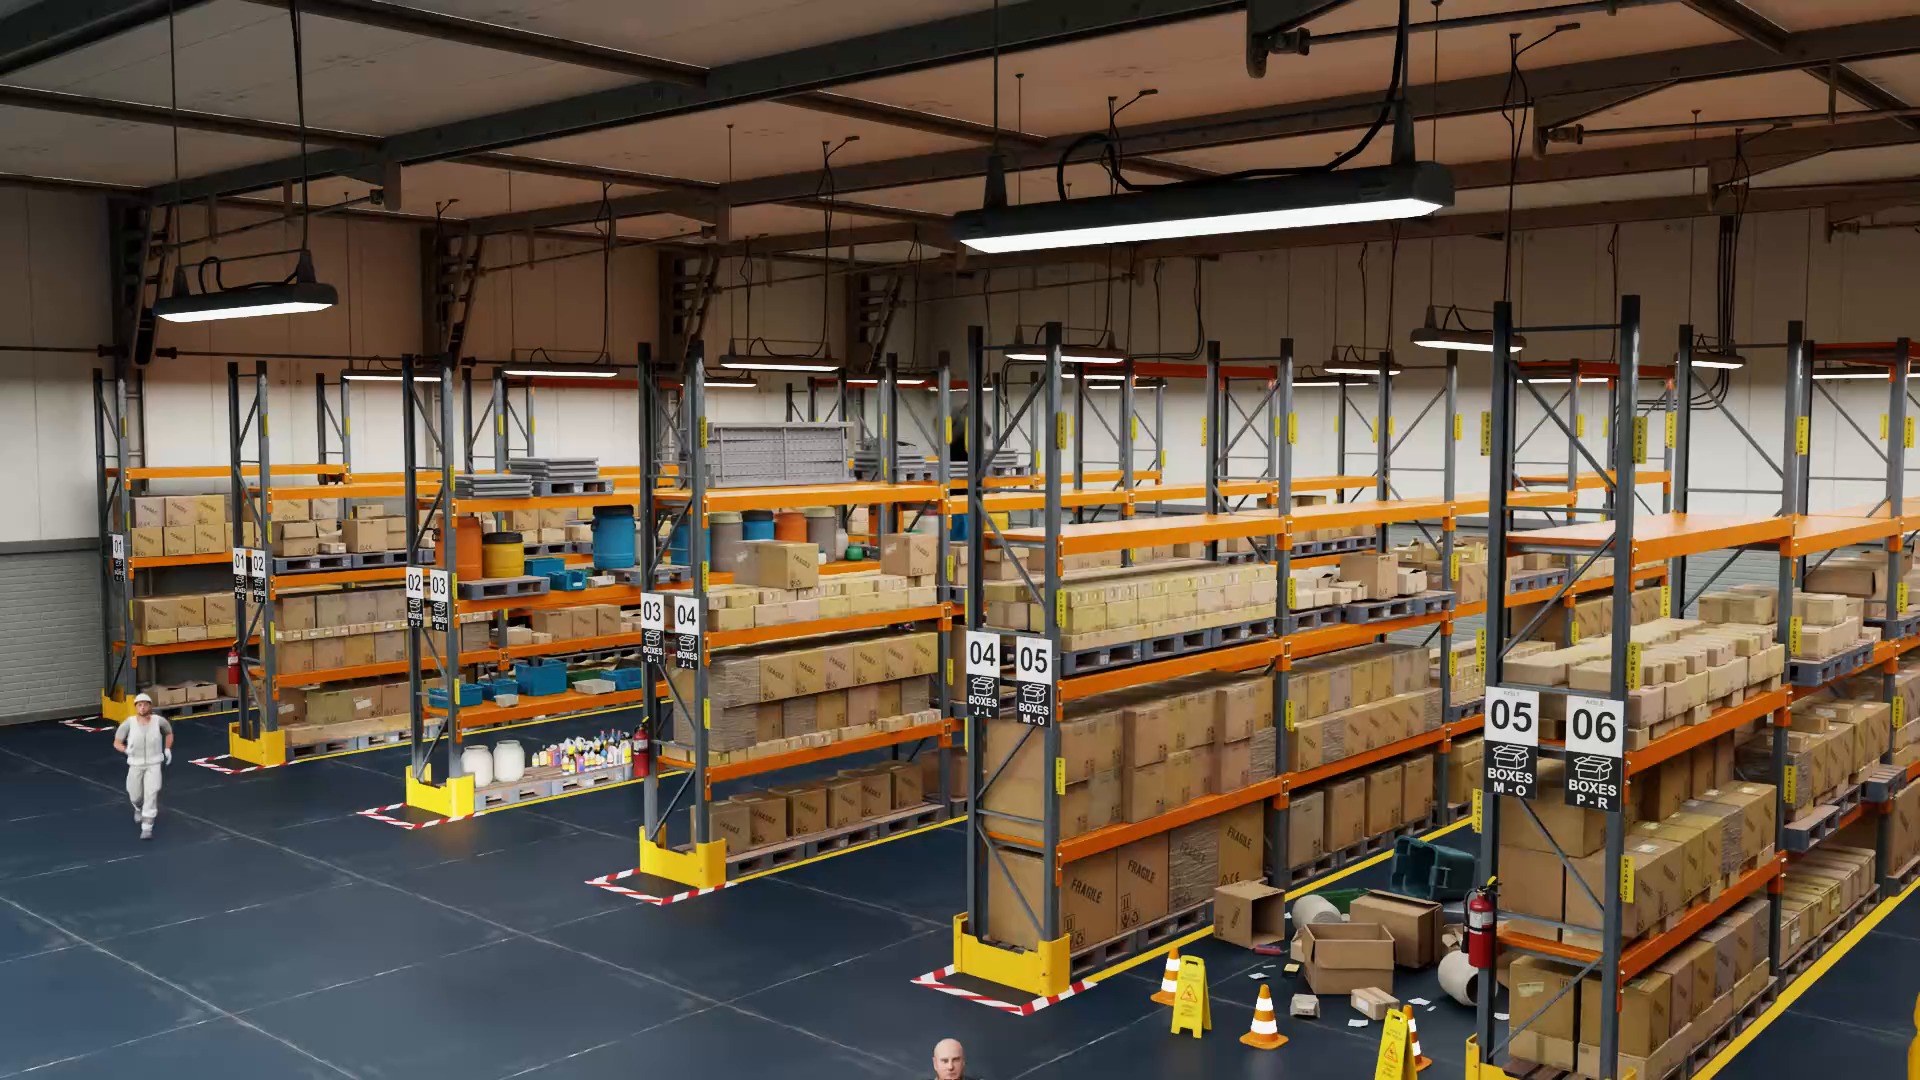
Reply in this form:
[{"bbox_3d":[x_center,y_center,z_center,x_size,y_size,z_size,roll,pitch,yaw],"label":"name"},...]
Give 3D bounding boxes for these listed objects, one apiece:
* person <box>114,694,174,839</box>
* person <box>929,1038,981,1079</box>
[{"bbox_3d":[-10.090,2.768,20.582,0.663,1.757,0.782,-2,5,-26],"label":"person"},{"bbox_3d":[-0.036,3.635,9.234,0.627,1.713,0.697,0,4,-1],"label":"person"}]
